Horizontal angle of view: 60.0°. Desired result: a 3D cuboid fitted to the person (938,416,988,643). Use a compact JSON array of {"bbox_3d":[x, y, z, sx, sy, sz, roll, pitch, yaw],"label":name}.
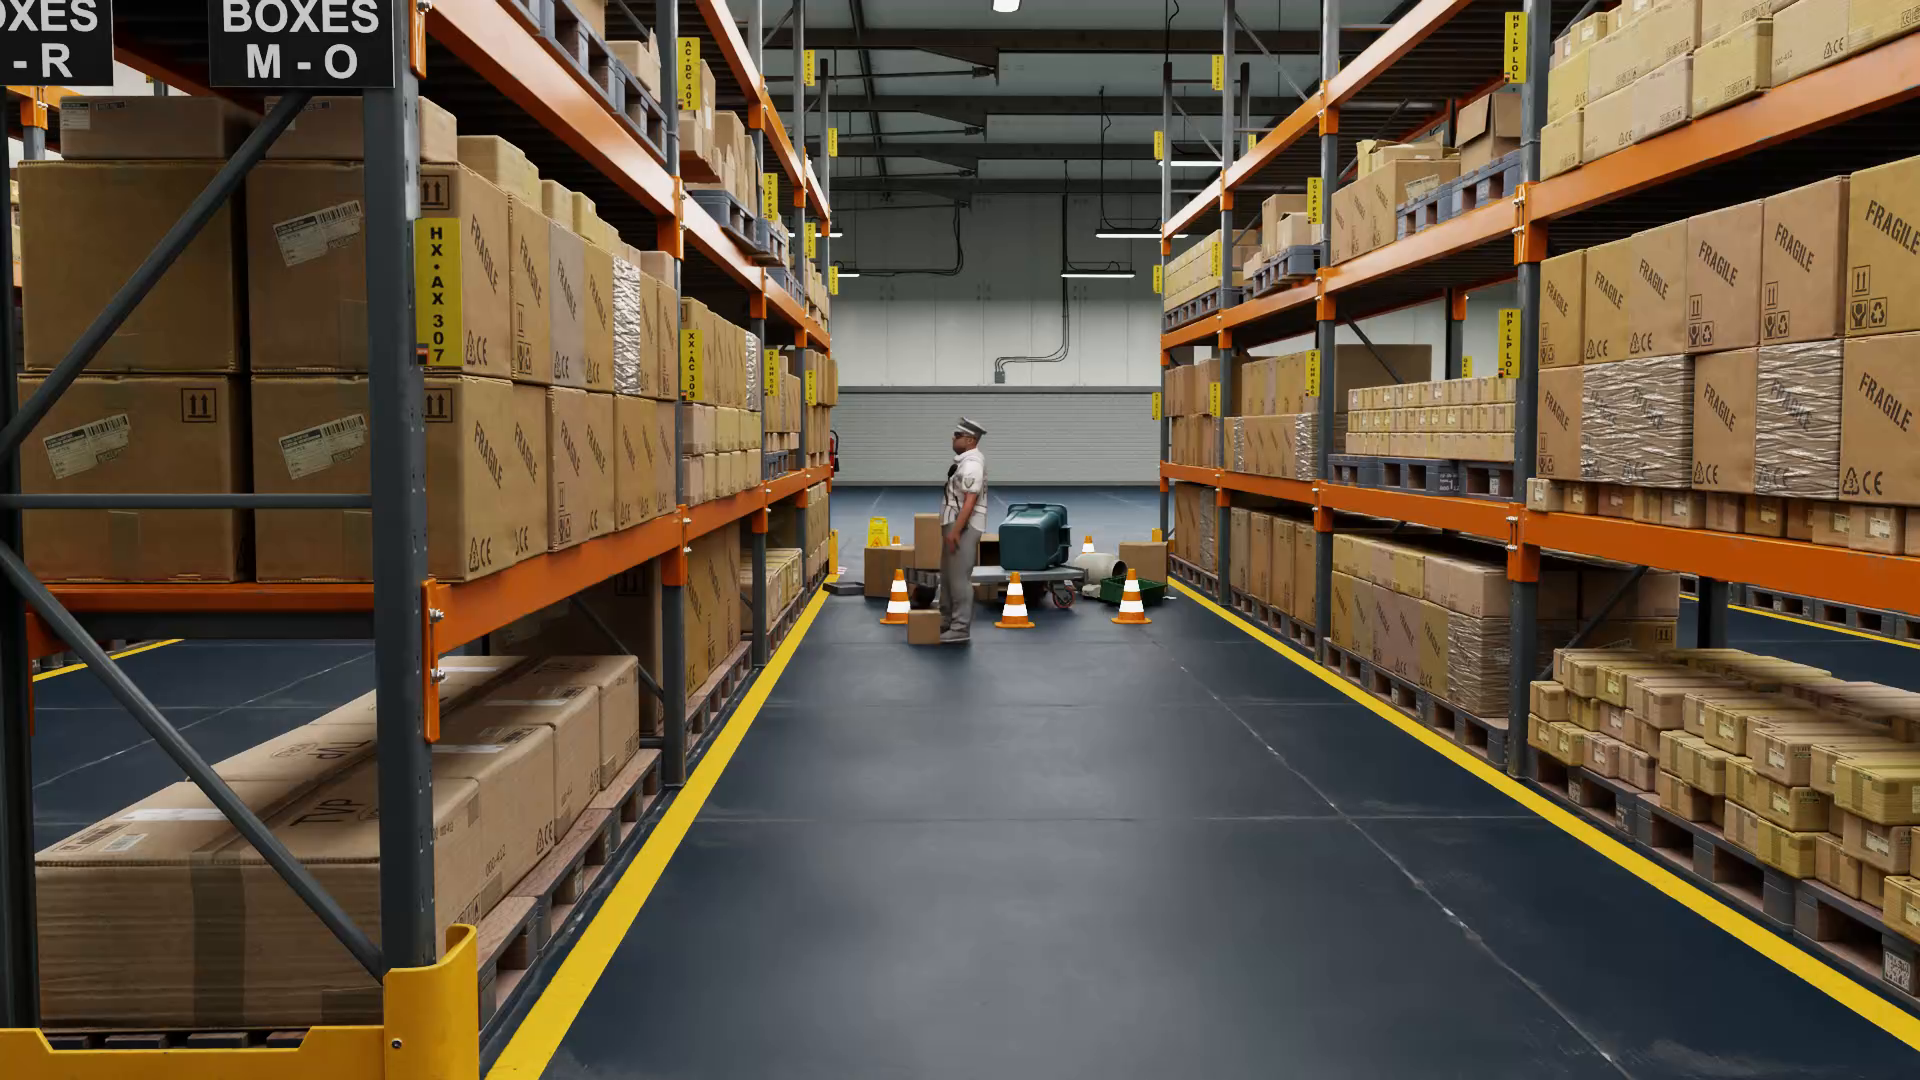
[{"bbox_3d":[-0.069,-0.086,13.122,0.575,1.782,0.635,0,4,-1],"label":"person"}]
